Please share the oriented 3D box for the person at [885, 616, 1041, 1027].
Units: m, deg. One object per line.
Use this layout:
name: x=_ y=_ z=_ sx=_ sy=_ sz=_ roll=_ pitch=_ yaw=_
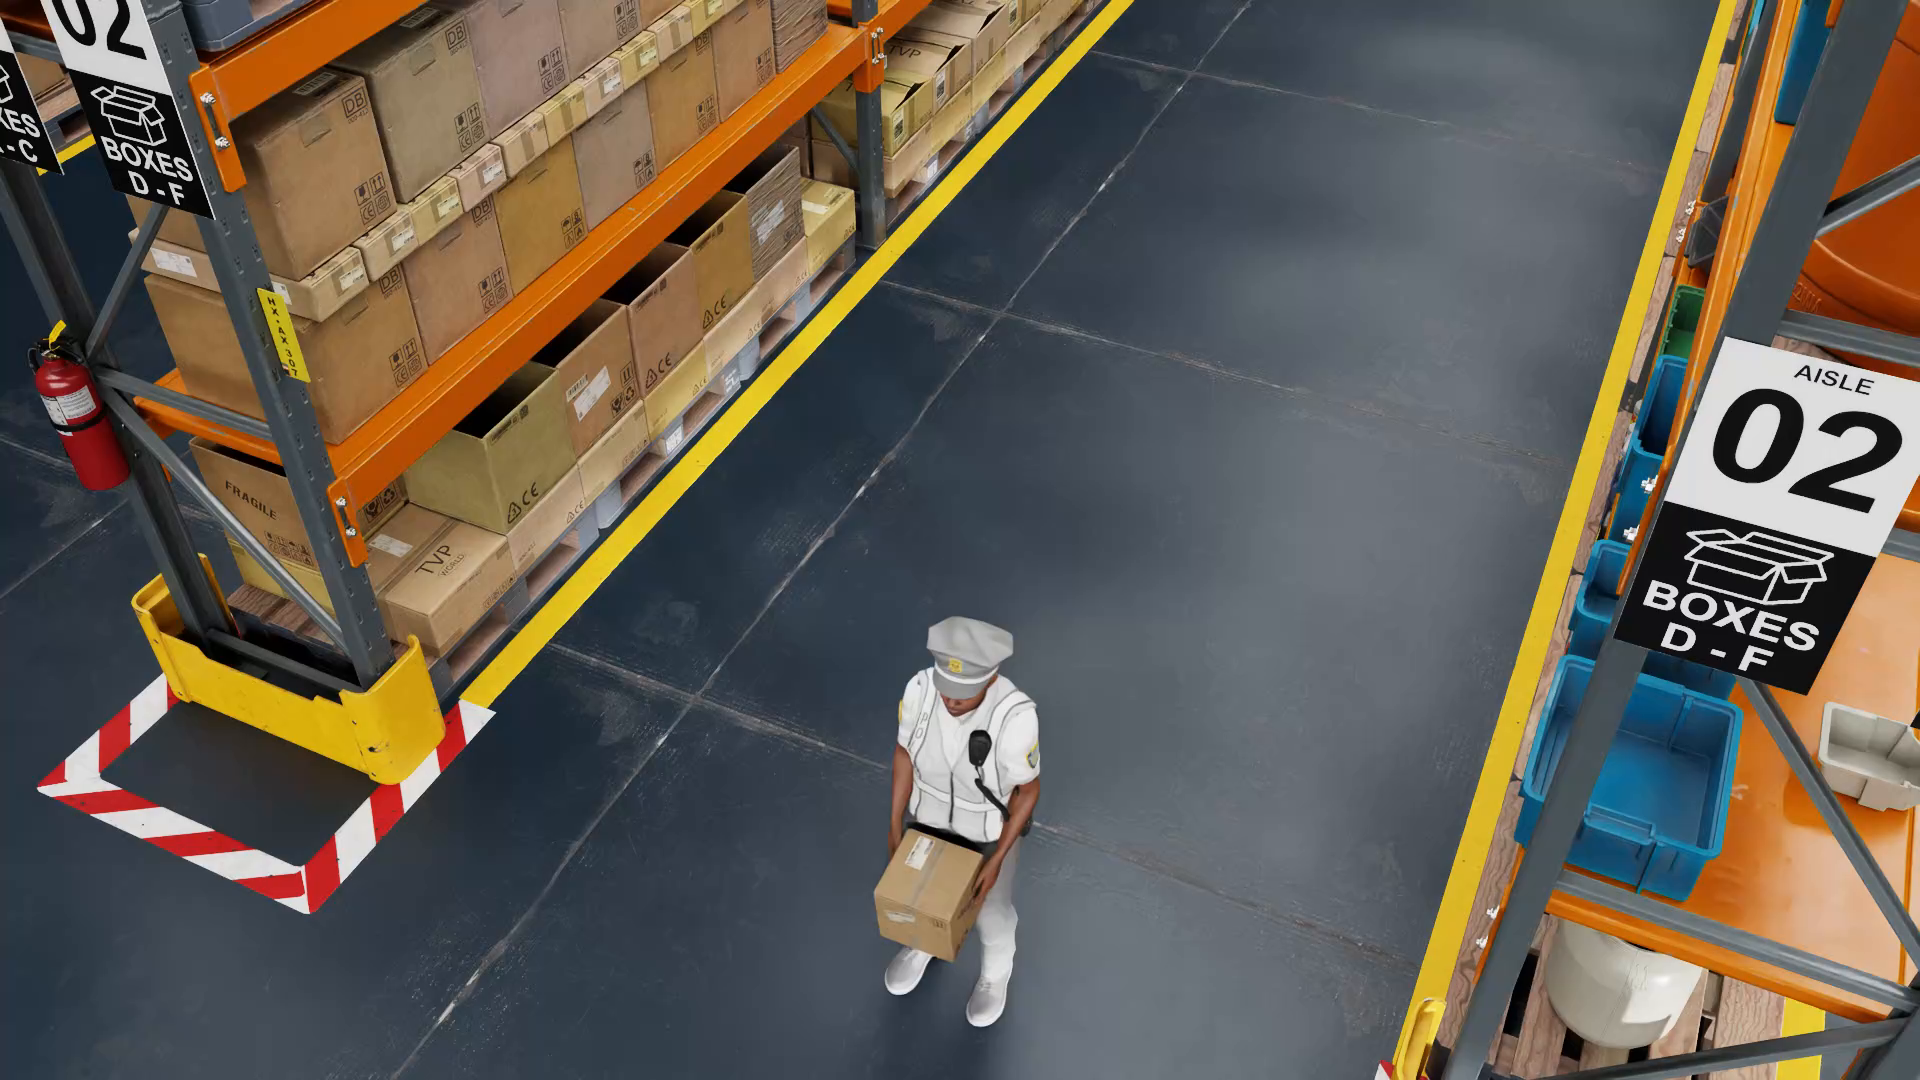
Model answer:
person: x=0.003 y=0.885 z=5.169 sx=0.481 sy=1.682 sz=0.415 roll=17 pitch=45 yaw=18
